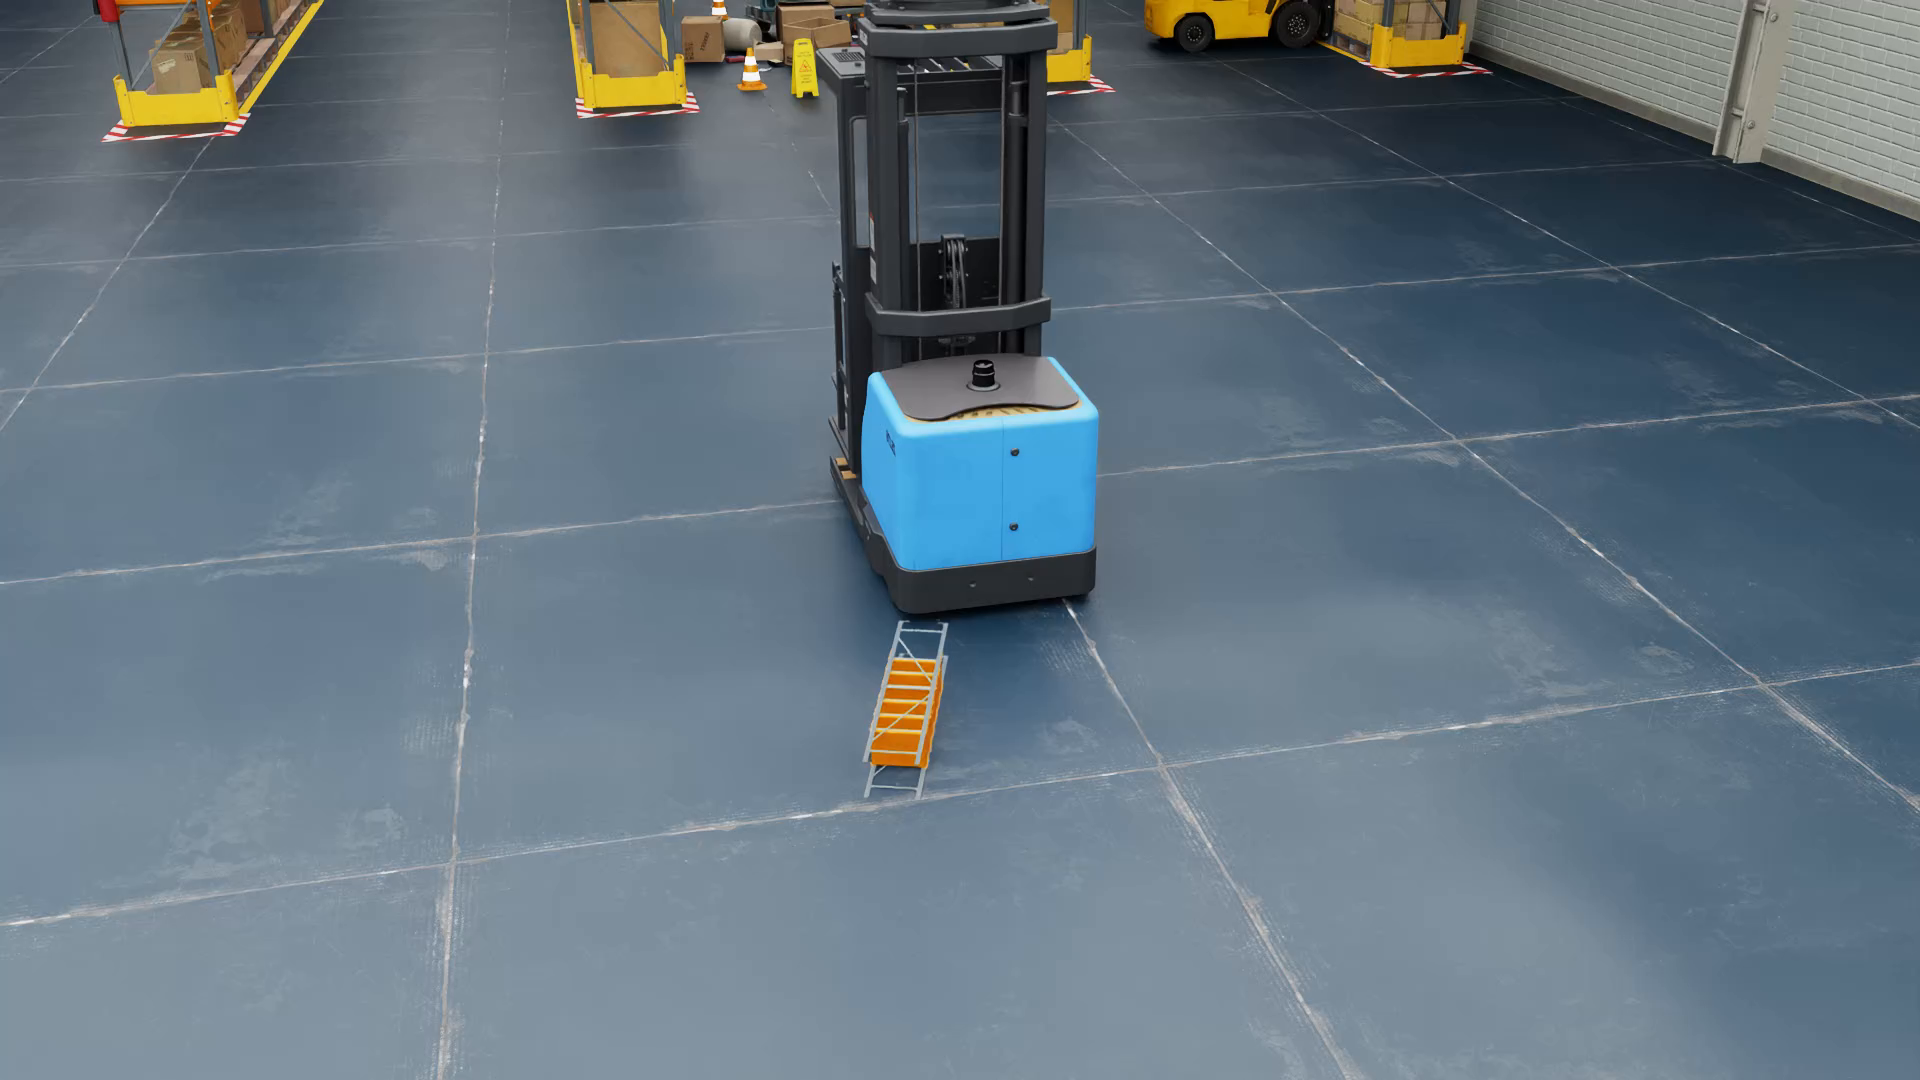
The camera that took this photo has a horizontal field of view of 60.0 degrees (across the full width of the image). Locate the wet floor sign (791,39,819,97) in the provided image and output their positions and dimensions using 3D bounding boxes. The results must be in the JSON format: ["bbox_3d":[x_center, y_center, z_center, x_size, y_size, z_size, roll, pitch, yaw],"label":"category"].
[{"bbox_3d":[-1.838,-5.564,19.558,0.267,0.644,0.232,-11,29,-20],"label":"wet floor sign"}]

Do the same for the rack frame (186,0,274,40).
[{"bbox_3d":[-9.530,-7.724,21.223,1.000,3.000,0.127,-6,27,-12],"label":"rack frame"}]

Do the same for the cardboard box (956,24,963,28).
[{"bbox_3d":[0.249,-6.938,22.252,0.500,0.250,0.500,-6,27,-12],"label":"cardboard box"}]

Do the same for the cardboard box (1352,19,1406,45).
[{"bbox_3d":[5.448,-6.614,21.610,0.500,0.250,0.500,-6,27,-11],"label":"cardboard box"}]

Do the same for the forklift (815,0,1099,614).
[{"bbox_3d":[-0.149,-1.582,9.131,1.130,2.935,3.031,-6,27,-12],"label":"forklift"}]

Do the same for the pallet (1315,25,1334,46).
[{"bbox_3d":[5.377,-7.101,23.084,1.003,0.211,1.213,-6,27,-12],"label":"pallet"}]

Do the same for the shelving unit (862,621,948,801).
[{"bbox_3d":[-0.233,0.750,7.550,0.258,0.189,1.200,2,27,5],"label":"shelving unit"}]

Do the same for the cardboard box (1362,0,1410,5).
[{"bbox_3d":[5.454,-7.056,21.377,0.500,0.250,0.500,-5,27,-10],"label":"cardboard box"}]

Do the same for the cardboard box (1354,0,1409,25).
[{"bbox_3d":[5.448,-6.845,21.513,0.500,0.250,0.500,-6,27,-12],"label":"cardboard box"}]

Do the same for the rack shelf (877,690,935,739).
[{"bbox_3d":[-0.240,0.784,7.483,0.258,0.180,0.103,2,27,5],"label":"rack shelf"}]

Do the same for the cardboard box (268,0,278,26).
[{"bbox_3d":[-9.736,-7.287,22.644,0.700,0.500,0.500,-6,27,-12],"label":"cardboard box"}]

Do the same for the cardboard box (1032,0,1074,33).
[{"bbox_3d":[1.108,-6.661,20.872,0.500,0.500,0.500,-7,28,-13],"label":"cardboard box"}]

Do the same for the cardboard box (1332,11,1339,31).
[{"bbox_3d":[5.241,-7.054,22.481,0.500,0.250,0.500,-6,27,-11],"label":"cardboard box"}]

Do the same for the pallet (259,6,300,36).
[{"bbox_3d":[-9.985,-7.357,23.592,1.003,0.211,1.213,-6,27,-12],"label":"pallet"}]

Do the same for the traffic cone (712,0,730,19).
[{"bbox_3d":[-3.506,-7.792,24.175,0.336,0.463,0.334,-6,27,-12],"label":"traffic cone"}]

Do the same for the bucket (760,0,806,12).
[{"bbox_3d":[-2.398,-7.575,22.874,0.726,0.611,0.620,3,17,6],"label":"bucket"}]

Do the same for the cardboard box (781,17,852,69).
[{"bbox_3d":[-1.836,-6.373,21.319,0.637,0.503,0.797,19,32,32],"label":"cardboard box"}]

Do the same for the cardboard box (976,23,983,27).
[{"bbox_3d":[0.471,-6.823,21.192,0.500,0.500,0.500,-5,27,-10],"label":"cardboard box"}]

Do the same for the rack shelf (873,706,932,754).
[{"bbox_3d":[-0.252,0.837,7.376,0.258,0.180,0.103,2,27,5],"label":"rack shelf"}]

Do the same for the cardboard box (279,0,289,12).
[{"bbox_3d":[-9.989,-7.778,23.616,0.700,0.500,0.500,-4,27,-7],"label":"cardboard box"}]

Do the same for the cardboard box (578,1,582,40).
[{"bbox_3d":[-4.601,-7.139,21.956,0.875,0.875,0.875,-6,27,-11],"label":"cardboard box"}]

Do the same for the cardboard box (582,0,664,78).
[{"bbox_3d":[-3.990,-5.957,19.615,0.875,0.875,0.875,-6,27,-11],"label":"cardboard box"}]

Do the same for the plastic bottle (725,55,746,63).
[{"bbox_3d":[-2.882,-6.225,21.516,0.283,0.061,0.133,-16,31,-29],"label":"plastic bottle"}]

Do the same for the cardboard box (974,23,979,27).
[{"bbox_3d":[0.473,-6.490,21.364,0.500,0.250,0.500,-6,27,-11],"label":"cardboard box"}]

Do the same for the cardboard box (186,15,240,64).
[{"bbox_3d":[-9.126,-6.100,20.315,0.500,0.500,0.500,-8,28,-16],"label":"cardboard box"}]

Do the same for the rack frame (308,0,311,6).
[{"bbox_3d":[-10.431,-9.480,24.702,1.000,3.000,0.127,-6,27,-12],"label":"rack frame"}]

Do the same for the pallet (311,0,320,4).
[{"bbox_3d":[-10.536,-8.589,26.032,1.003,0.211,1.213,-6,27,-12],"label":"pallet"}]

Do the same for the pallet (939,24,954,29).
[{"bbox_3d":[0.311,-7.194,23.268,1.003,0.211,1.213,-6,27,-12],"label":"pallet"}]

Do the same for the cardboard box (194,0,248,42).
[{"bbox_3d":[-9.479,-6.616,21.336,0.500,0.500,0.500,-7,28,-13],"label":"cardboard box"}]

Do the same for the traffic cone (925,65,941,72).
[{"bbox_3d":[-0.327,-5.899,20.424,0.336,0.463,0.334,-6,27,-12],"label":"traffic cone"}]

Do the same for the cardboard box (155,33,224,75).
[{"bbox_3d":[-8.921,-5.574,19.272,0.500,0.500,0.500,1,27,2],"label":"cardboard box"}]

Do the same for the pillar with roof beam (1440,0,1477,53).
[{"bbox_3d":[2.389,-10.118,19.309,9.100,9.000,0.400,-6,27,-12],"label":"pillar with roof beam"}]

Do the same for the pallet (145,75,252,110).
[{"bbox_3d":[-8.794,-5.116,19.152,1.003,0.211,1.213,-6,27,-12],"label":"pallet"}]

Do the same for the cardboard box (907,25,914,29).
[{"bbox_3d":[-0.959,-7.007,22.574,0.500,0.500,0.500,13,30,24],"label":"cardboard box"}]

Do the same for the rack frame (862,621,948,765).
[{"bbox_3d":[-0.233,0.668,7.509,0.240,0.006,1.200,2,27,5],"label":"rack frame"}]

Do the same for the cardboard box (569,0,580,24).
[{"bbox_3d":[-4.902,-7.629,23.067,1.050,0.750,0.750,-6,27,-12],"label":"cardboard box"}]

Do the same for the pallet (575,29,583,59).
[{"bbox_3d":[-4.580,-6.596,22.084,1.003,0.211,1.213,-6,27,-12],"label":"pallet"}]

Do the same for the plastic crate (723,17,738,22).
[{"bbox_3d":[-3.359,-7.010,22.866,0.450,0.188,0.662,-2,25,20],"label":"plastic crate"}]

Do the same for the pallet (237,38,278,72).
[{"bbox_3d":[-9.344,-6.188,21.275,1.003,0.211,1.213,-6,27,-12],"label":"pallet"}]

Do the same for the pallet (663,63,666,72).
[{"bbox_3d":[-4.030,-5.525,19.962,1.003,0.211,1.213,-6,27,-12],"label":"pallet"}]

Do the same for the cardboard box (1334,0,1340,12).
[{"bbox_3d":[5.208,-7.290,22.396,0.500,0.250,0.500,-7,28,-13],"label":"cardboard box"}]

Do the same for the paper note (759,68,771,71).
[{"bbox_3d":[-2.463,-5.943,20.993,0.144,0.017,0.142,3,27,6],"label":"paper note"}]

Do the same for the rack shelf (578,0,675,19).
[{"bbox_3d":[-4.224,-6.984,20.556,1.077,0.370,4.000,-6,27,-12],"label":"rack shelf"}]

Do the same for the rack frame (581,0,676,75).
[{"bbox_3d":[-3.773,-6.427,18.654,1.000,3.000,0.127,-6,27,-12],"label":"rack frame"}]

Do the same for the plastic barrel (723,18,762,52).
[{"bbox_3d":[-2.925,-6.691,22.036,0.512,0.421,0.421,13,30,24],"label":"plastic barrel"}]

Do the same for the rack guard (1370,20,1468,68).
[{"bbox_3d":[5.867,-6.353,21.282,1.175,0.500,0.348,-6,27,-12],"label":"rack guard"}]

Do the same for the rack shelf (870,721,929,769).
[{"bbox_3d":[-0.263,0.891,7.269,0.258,0.180,0.103,2,27,5],"label":"rack shelf"}]

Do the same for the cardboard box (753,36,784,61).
[{"bbox_3d":[-2.493,-6.395,21.625,0.396,0.266,0.258,-1,27,-3],"label":"cardboard box"}]

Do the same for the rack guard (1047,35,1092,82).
[{"bbox_3d":[1.010,-5.891,20.367,1.175,0.500,0.348,-6,27,-12],"label":"rack guard"}]

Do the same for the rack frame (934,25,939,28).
[{"bbox_3d":[0.125,-8.730,23.217,1.000,3.000,0.127,-6,27,-12],"label":"rack frame"}]
